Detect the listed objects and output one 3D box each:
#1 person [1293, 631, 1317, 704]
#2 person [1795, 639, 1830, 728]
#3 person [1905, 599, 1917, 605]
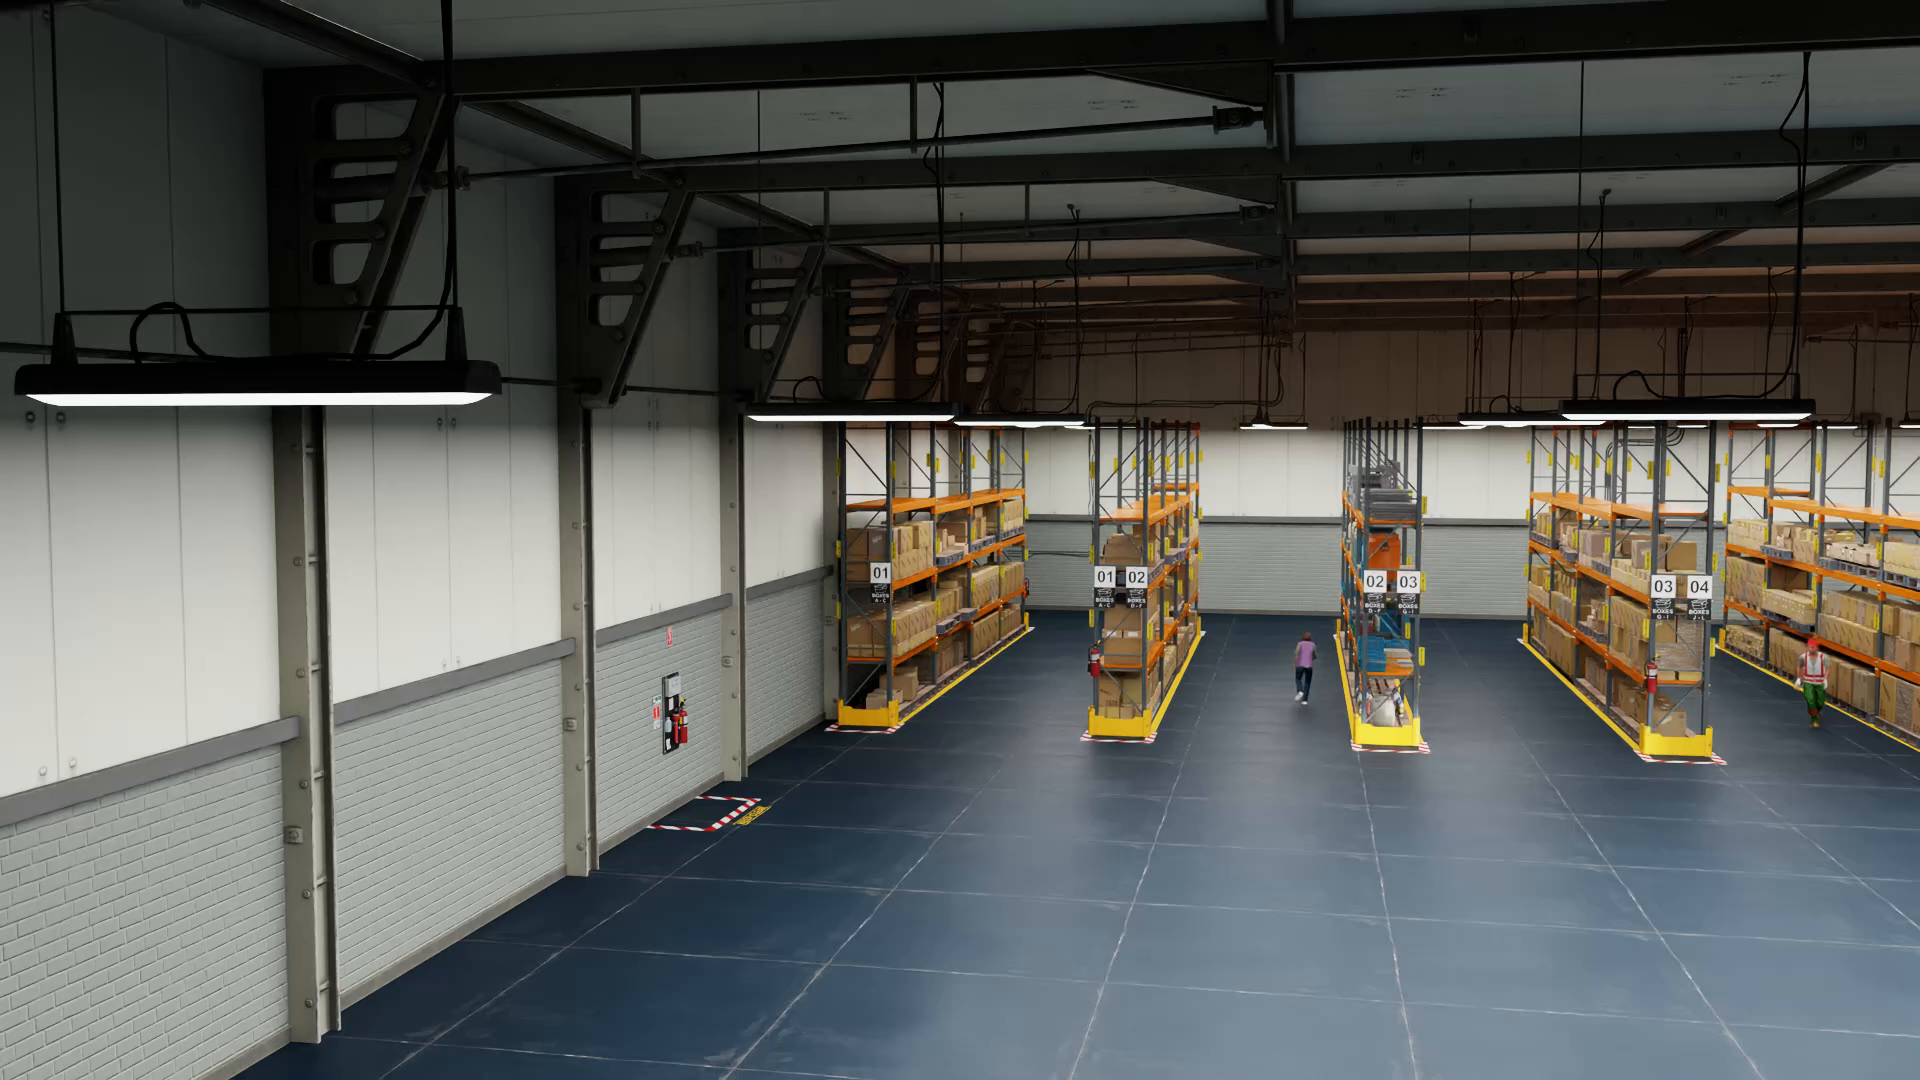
[{"bbox_3d":[7.302,2.694,35.237,0.488,1.498,0.743,1,4,14],"label":"person"},{"bbox_3d":[16.656,2.771,32.485,0.592,1.698,0.796,2,4,24],"label":"person"},{"bbox_3d":[23.097,2.287,40.339,0.472,1.707,0.541,-1,4,-12],"label":"person"}]
